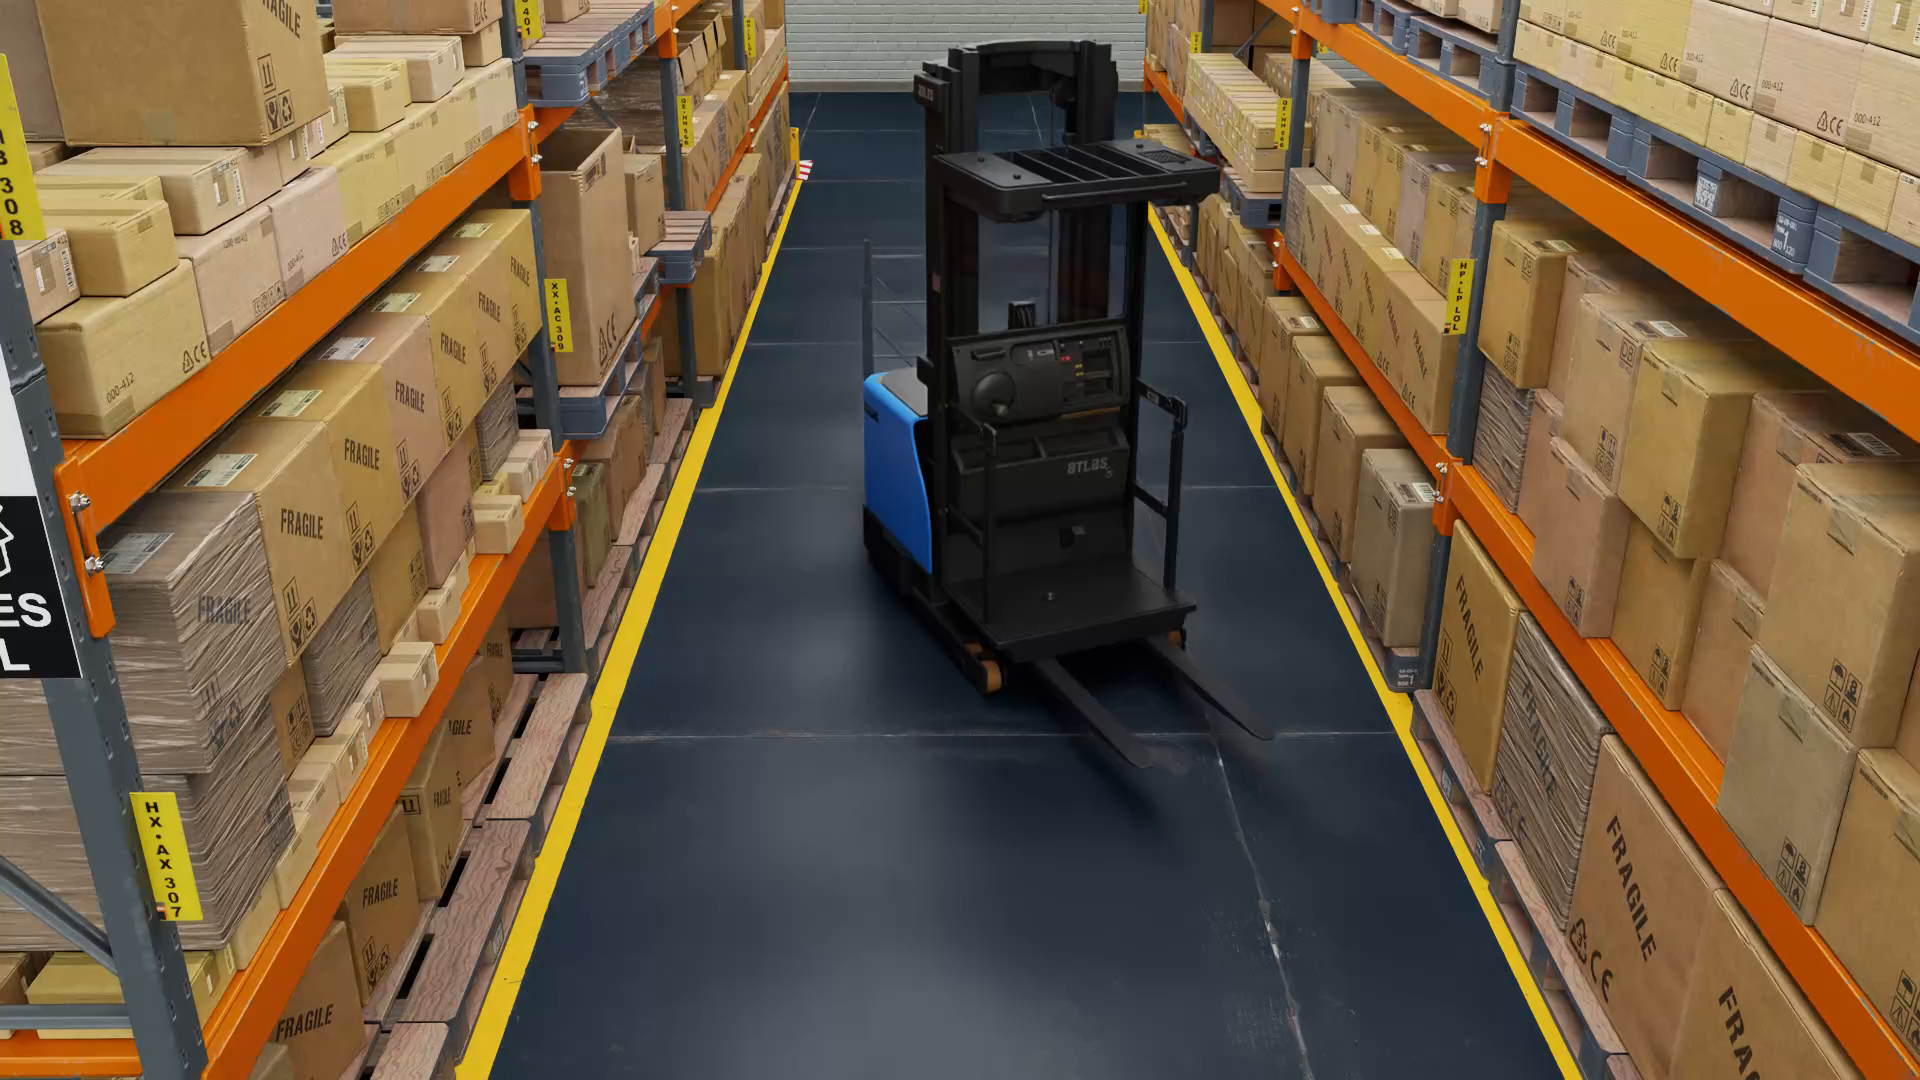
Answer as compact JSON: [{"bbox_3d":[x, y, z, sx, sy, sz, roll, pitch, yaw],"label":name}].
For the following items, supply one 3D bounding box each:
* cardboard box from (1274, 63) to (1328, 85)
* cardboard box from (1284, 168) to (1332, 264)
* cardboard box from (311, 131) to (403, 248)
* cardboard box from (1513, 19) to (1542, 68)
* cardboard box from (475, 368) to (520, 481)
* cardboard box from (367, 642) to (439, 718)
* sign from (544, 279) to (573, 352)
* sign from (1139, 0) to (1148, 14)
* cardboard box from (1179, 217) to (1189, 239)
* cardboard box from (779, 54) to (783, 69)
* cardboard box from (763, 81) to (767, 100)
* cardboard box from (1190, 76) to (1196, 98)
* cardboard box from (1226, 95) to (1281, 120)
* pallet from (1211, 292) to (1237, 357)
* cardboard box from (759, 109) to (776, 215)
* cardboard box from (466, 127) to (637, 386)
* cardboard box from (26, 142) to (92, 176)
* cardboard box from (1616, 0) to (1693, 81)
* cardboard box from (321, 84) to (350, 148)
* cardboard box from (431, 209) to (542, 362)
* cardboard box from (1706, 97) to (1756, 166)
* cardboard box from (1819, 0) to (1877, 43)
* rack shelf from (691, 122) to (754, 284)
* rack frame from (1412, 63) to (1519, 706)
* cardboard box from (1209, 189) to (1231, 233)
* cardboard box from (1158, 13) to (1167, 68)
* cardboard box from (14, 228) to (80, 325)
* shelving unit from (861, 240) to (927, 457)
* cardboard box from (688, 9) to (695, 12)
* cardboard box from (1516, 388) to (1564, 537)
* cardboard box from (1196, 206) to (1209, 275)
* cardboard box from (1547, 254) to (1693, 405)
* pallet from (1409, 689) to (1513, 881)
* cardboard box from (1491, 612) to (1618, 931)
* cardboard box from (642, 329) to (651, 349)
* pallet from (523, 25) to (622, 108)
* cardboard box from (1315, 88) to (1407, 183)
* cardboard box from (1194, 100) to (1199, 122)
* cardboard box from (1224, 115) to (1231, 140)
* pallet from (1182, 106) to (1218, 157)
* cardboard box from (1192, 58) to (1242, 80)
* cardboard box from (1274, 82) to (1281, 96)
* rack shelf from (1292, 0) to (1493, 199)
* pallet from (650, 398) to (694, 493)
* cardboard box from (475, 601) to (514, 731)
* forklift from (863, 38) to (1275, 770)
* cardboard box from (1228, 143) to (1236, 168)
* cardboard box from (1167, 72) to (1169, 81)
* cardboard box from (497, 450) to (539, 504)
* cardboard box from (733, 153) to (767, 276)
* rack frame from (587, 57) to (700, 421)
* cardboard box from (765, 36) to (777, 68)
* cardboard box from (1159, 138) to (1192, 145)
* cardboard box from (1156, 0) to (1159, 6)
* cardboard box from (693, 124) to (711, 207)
[{"bbox_3d":[2.792,-3.815,13.619,0.380,0.149,0.250,-1,24,-2],"label":"cardboard box"},{"bbox_3d":[2.366,-2.060,10.543,0.500,0.500,0.500,0,24,0],"label":"cardboard box"},{"bbox_3d":[-2.013,-1.053,4.979,0.500,0.250,0.500,0,24,1],"label":"cardboard box"},{"bbox_3d":[2.339,-1.890,6.323,0.380,0.149,0.250,-1,24,-1],"label":"cardboard box"},{"bbox_3d":[-2.343,-0.567,6.882,0.875,0.500,0.500,0,24,-1],"label":"cardboard box"},{"bbox_3d":[-1.926,0.454,5.411,0.380,0.149,0.250,0,24,-1],"label":"cardboard box"},{"bbox_3d":[-1.743,-0.972,7.208,0.100,0.325,0.005,0,24,-1],"label":"sign"},{"bbox_3d":[2.002,-5.889,18.081,0.100,0.325,0.005,0,24,-1],"label":"sign"},{"bbox_3d":[2.243,-2.901,15.475,0.380,0.149,0.250,0,24,0],"label":"cardboard box"},{"bbox_3d":[-2.077,-5.046,17.571,0.380,0.149,0.250,0,24,0],"label":"cardboard box"},{"bbox_3d":[-2.058,-4.308,15.939,0.380,0.149,0.250,-1,24,-1],"label":"cardboard box"},{"bbox_3d":[2.137,-3.790,13.924,0.380,0.149,0.250,-1,24,-2],"label":"cardboard box"},{"bbox_3d":[2.161,-3.169,12.191,0.380,0.149,0.250,0,24,-1],"label":"cardboard box"},{"bbox_3d":[2.614,-1.754,13.371,1.003,0.211,1.213,0,24,-1],"label":"pallet"},{"bbox_3d":[-2.310,-3.735,16.436,0.875,0.875,0.875,0,24,-1],"label":"cardboard box"},{"bbox_3d":[-2.154,-1.364,7.889,1.000,1.000,1.000,0,24,0],"label":"cardboard box"},{"bbox_3d":[-2.460,-0.942,4.252,0.380,0.149,0.250,0,24,0],"label":"cardboard box"},{"bbox_3d":[2.414,-1.605,5.208,0.500,0.250,0.500,-1,24,-1],"label":"cardboard box"},{"bbox_3d":[-2.059,-1.265,4.964,0.380,0.149,0.250,-1,24,-3],"label":"cardboard box"},{"bbox_3d":[-2.006,-1.024,6.679,0.500,0.500,0.500,0,24,-1],"label":"cardboard box"},{"bbox_3d":[2.360,-1.157,4.703,0.380,0.149,0.250,0,24,0],"label":"cardboard box"},{"bbox_3d":[2.366,-1.312,4.077,0.380,0.149,0.250,0,24,0],"label":"cardboard box"},{"bbox_3d":[-2.351,-2.716,12.989,1.077,0.370,4.000,0,24,-1],"label":"rack shelf"},{"bbox_3d":[2.675,-0.552,7.331,1.000,3.000,0.127,0,24,-1],"label":"rack frame"},{"bbox_3d":[2.340,-2.718,13.733,0.500,0.250,0.500,0,24,1],"label":"cardboard box"},{"bbox_3d":[2.297,-5.070,16.837,0.500,0.500,0.500,0,24,0],"label":"cardboard box"},{"bbox_3d":[-2.014,-0.518,3.314,0.380,0.149,0.250,0,24,-1],"label":"cardboard box"},{"bbox_3d":[-0.318,-0.942,10.013,0.538,1.500,1.048,-1,24,-2],"label":"shelving unit"},{"bbox_3d":[-2.645,-4.465,14.894,0.500,0.500,0.500,0,24,1],"label":"cardboard box"},{"bbox_3d":[2.720,-0.242,6.464,0.875,0.550,0.550,0,24,-1],"label":"cardboard box"},{"bbox_3d":[2.331,-2.596,14.373,0.500,0.500,0.500,1,24,1],"label":"cardboard box"},{"bbox_3d":[2.767,-0.734,6.242,0.875,0.550,0.550,0,24,-1],"label":"cardboard box"},{"bbox_3d":[2.605,1.032,7.212,1.003,0.211,1.213,0,24,-1],"label":"pallet"},{"bbox_3d":[2.626,0.855,6.288,0.875,0.875,0.875,0,24,0],"label":"cardboard box"},{"bbox_3d":[-2.292,-1.347,10.678,0.500,0.250,0.500,1,24,2],"label":"cardboard box"},{"bbox_3d":[-2.186,-2.108,7.358,1.213,0.211,1.003,0,24,-1],"label":"pallet"},{"bbox_3d":[2.626,-2.517,10.340,0.700,0.500,0.500,0,24,-1],"label":"cardboard box"},{"bbox_3d":[2.140,-3.544,13.742,0.380,0.149,0.250,0,24,0],"label":"cardboard box"},{"bbox_3d":[2.158,-3.039,12.263,0.380,0.149,0.250,0,24,-1],"label":"cardboard box"},{"bbox_3d":[2.451,-3.446,13.962,1.003,0.211,1.213,0,24,-1],"label":"pallet"},{"bbox_3d":[2.141,-3.918,13.845,0.380,0.149,0.250,0,24,1],"label":"cardboard box"},{"bbox_3d":[2.793,-3.687,13.697,0.380,0.149,0.250,1,24,2],"label":"cardboard box"},{"bbox_3d":[2.653,-2.415,8.684,1.077,0.370,4.000,0,24,-1],"label":"rack shelf"},{"bbox_3d":[-2.322,-0.627,10.881,1.003,0.211,1.213,0,24,-1],"label":"pallet"},{"bbox_3d":[-2.321,0.541,7.438,0.500,0.500,0.500,-1,24,-2],"label":"cardboard box"},{"bbox_3d":[0.489,-0.788,7.936,1.130,2.935,3.031,-10,26,-21],"label":"forklift"},{"bbox_3d":[2.163,-2.790,12.074,0.380,0.149,0.250,-1,24,-1],"label":"cardboard box"},{"bbox_3d":[2.306,-4.712,16.833,0.380,0.149,0.250,-1,24,-2],"label":"cardboard box"},{"bbox_3d":[-1.996,-0.267,7.005,0.380,0.149,0.250,0,24,-1],"label":"cardboard box"},{"bbox_3d":[-2.346,-2.828,14.431,1.225,0.875,0.875,0,24,0],"label":"cardboard box"},{"bbox_3d":[-2.329,-2.220,11.018,1.000,3.000,0.127,0,24,-1],"label":"rack frame"},{"bbox_3d":[-2.135,-4.966,16.912,0.500,0.250,0.500,-1,24,-2],"label":"cardboard box"},{"bbox_3d":[2.294,-4.124,17.456,0.380,0.149,0.250,-1,24,-3],"label":"cardboard box"},{"bbox_3d":[2.296,-5.740,17.105,0.500,0.500,0.500,0,24,1],"label":"cardboard box"},{"bbox_3d":[-2.070,-2.680,11.913,0.500,0.500,0.500,-1,24,-2],"label":"cardboard box"}]
